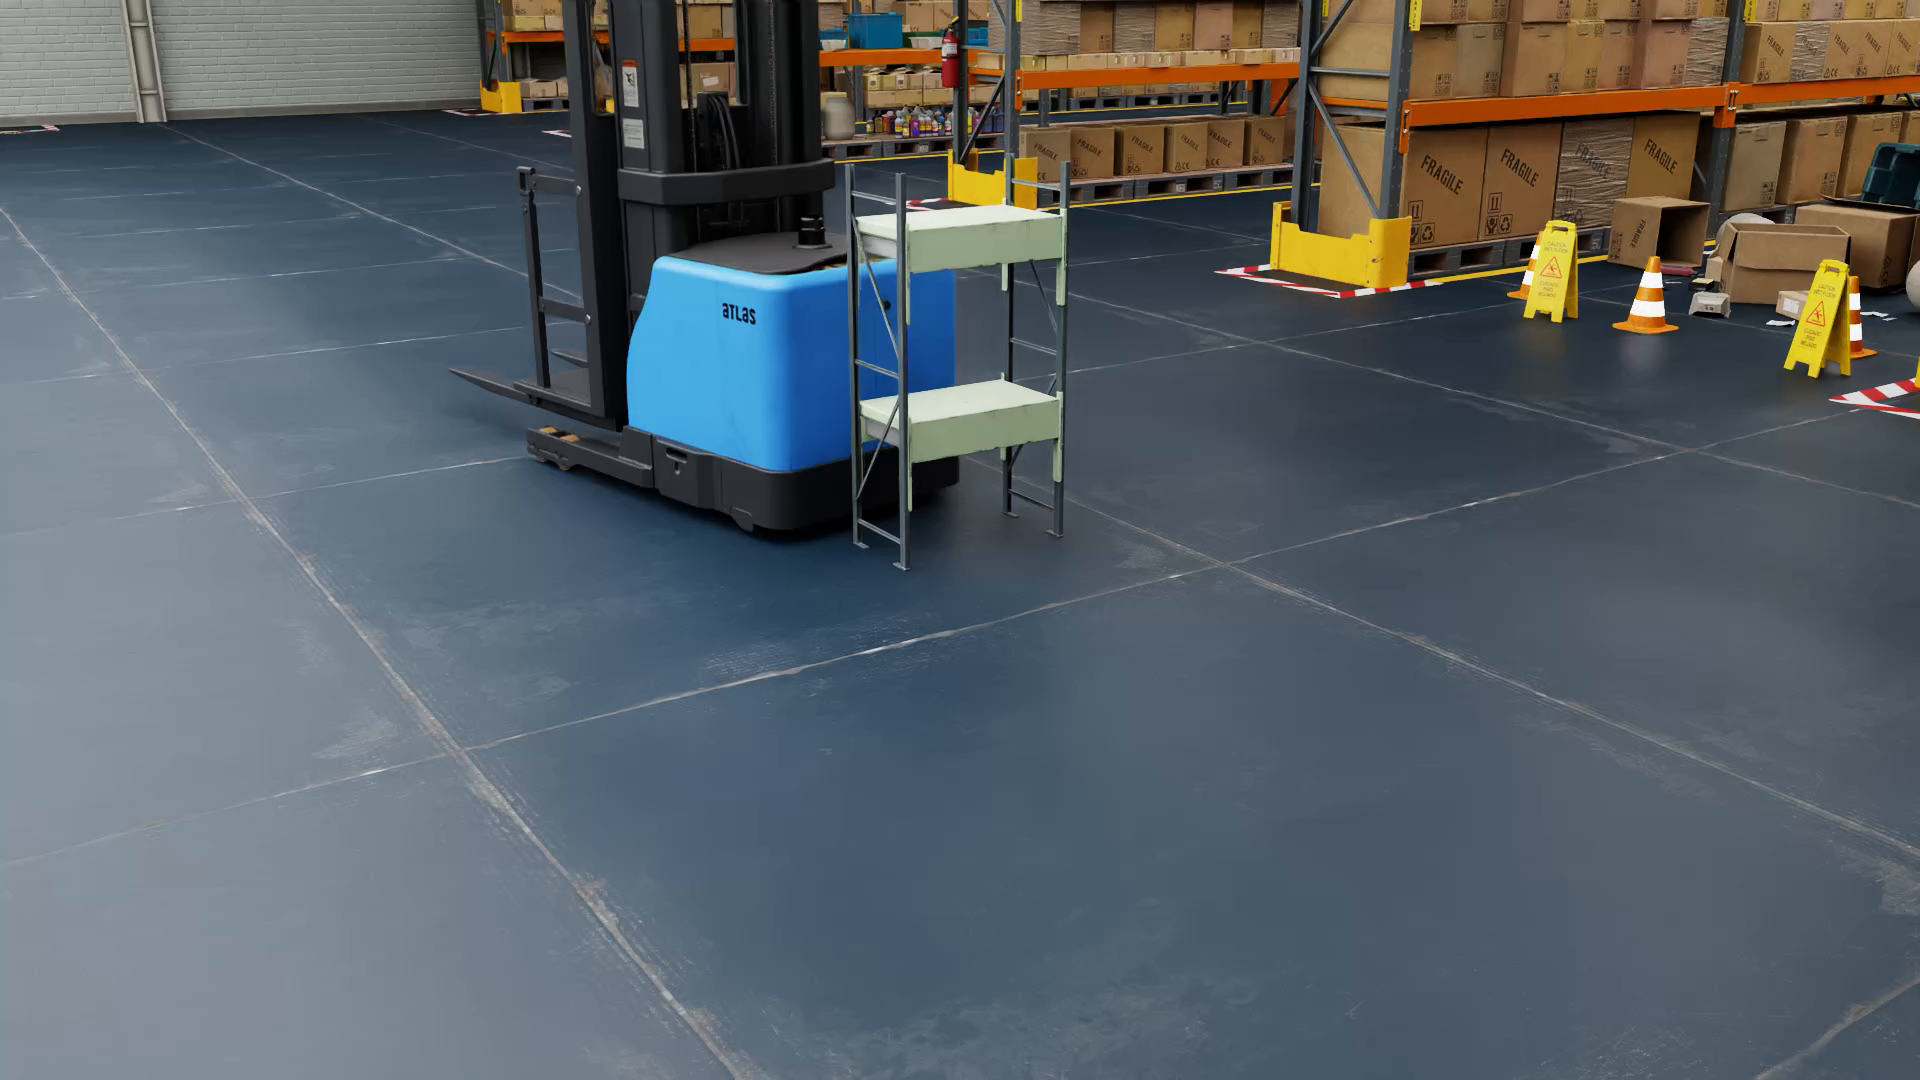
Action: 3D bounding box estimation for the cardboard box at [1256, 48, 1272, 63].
[{"bbox_3d":[3.122,-5.191,17.808,0.250,0.149,0.380,-12,22,-31],"label":"cardboard box"}]

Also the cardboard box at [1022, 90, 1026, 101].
[{"bbox_3d":[0.757,-7.498,27.876,0.500,0.250,0.500,-12,22,-32],"label":"cardboard box"}]

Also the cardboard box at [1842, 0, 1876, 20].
[{"bbox_3d":[7.923,-5.030,15.223,0.500,0.500,0.700,-12,22,-32],"label":"cardboard box"}]

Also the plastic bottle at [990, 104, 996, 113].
[{"bbox_3d":[0.413,-5.622,22.141,0.185,0.351,0.144,-12,22,-31],"label":"plastic bottle"}]

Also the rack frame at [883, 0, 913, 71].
[{"bbox_3d":[-1.237,-10.175,32.159,0.127,3.000,1.000,-12,22,-31],"label":"rack frame"}]

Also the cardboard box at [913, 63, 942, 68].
[{"bbox_3d":[-0.550,-9.450,32.715,0.750,0.750,0.750,-12,22,-32],"label":"cardboard box"}]

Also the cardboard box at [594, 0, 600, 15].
[{"bbox_3d":[-6.501,-9.237,28.416,0.500,0.500,0.500,-13,22,-33],"label":"cardboard box"}]

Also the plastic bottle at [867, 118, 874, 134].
[{"bbox_3d":[-1.177,-5.440,21.834,0.097,0.201,0.097,0,19,0],"label":"plastic bottle"}]

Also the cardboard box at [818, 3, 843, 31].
[{"bbox_3d":[-2.217,-8.114,25.905,0.500,0.500,0.700,-13,22,-33],"label":"cardboard box"}]

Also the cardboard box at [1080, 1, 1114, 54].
[{"bbox_3d":[1.081,-5.189,16.790,0.500,0.500,0.875,-12,22,-31],"label":"cardboard box"}]

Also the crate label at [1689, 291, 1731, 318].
[{"bbox_3d":[5.083,-1.597,11.256,0.250,0.136,0.298,9,21,25],"label":"crate label"}]

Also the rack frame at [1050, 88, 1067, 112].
[{"bbox_3d":[1.491,-8.851,28.242,0.127,3.000,1.000,-12,22,-31],"label":"rack frame"}]

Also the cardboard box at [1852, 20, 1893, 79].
[{"bbox_3d":[8.090,-4.485,15.172,0.500,0.500,0.500,-12,22,-31],"label":"cardboard box"}]

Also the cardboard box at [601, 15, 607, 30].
[{"bbox_3d":[-6.058,-8.977,28.819,0.500,0.250,0.500,-12,22,-31],"label":"cardboard box"}]

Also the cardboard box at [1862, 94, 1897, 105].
[{"bbox_3d":[13.127,-6.668,24.446,0.875,0.875,0.875,-12,22,-31],"label":"cardboard box"}]

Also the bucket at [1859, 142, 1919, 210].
[{"bbox_3d":[7.393,-2.680,12.727,0.620,0.611,0.726,5,17,-16],"label":"bucket"}]

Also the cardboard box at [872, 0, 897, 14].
[{"bbox_3d":[-1.624,-10.346,31.820,0.500,0.500,0.700,-15,24,-38],"label":"cardboard box"}]

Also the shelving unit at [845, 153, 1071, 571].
[{"bbox_3d":[-0.006,-0.709,6.501,0.755,1.500,0.431,-12,22,-31],"label":"shelving unit"}]

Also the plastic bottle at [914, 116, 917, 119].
[{"bbox_3d":[-0.596,-5.507,22.033,0.097,0.201,0.097,0,19,0],"label":"plastic bottle"}]

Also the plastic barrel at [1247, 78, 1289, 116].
[{"bbox_3d":[4.611,-6.787,24.869,0.708,0.830,0.600,-12,22,-31],"label":"plastic barrel"}]

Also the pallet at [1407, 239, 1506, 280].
[{"bbox_3d":[3.523,-2.288,13.182,1.213,0.211,1.003,-12,22,-31],"label":"pallet"}]

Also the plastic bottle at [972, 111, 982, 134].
[{"bbox_3d":[0.218,-5.478,21.820,0.133,0.283,0.061,-10,21,-28],"label":"plastic bottle"}]

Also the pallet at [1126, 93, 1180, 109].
[{"bbox_3d":[3.153,-7.865,29.679,1.213,0.211,1.003,-12,22,-31],"label":"pallet"}]

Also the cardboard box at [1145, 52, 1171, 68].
[{"bbox_3d":[1.930,-4.897,16.939,0.250,0.149,0.380,-12,22,-31],"label":"cardboard box"}]

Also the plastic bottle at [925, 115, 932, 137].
[{"bbox_3d":[-0.414,-5.346,21.448,0.097,0.271,0.097,0,19,0],"label":"plastic bottle"}]

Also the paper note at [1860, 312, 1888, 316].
[{"bbox_3d":[6.192,-1.537,11.262,0.142,0.019,0.148,-4,19,-13],"label":"paper note"}]

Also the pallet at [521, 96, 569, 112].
[{"bbox_3d":[-7.157,-7.592,28.872,1.213,0.211,1.003,-12,22,-31],"label":"pallet"}]

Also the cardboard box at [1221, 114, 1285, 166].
[{"bbox_3d":[3.239,-4.451,18.474,0.500,0.500,0.500,-13,22,-33],"label":"cardboard box"}]

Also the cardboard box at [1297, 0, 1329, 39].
[{"bbox_3d":[4.336,-6.082,18.458,1.000,1.000,1.000,-12,22,-31],"label":"cardboard box"}]

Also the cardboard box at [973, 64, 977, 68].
[{"bbox_3d":[0.458,-7.904,28.204,0.500,0.311,0.500,-13,22,-33],"label":"cardboard box"}]

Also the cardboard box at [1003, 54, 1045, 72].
[{"bbox_3d":[0.624,-4.659,16.234,0.250,0.149,0.380,-12,22,-31],"label":"cardboard box"}]

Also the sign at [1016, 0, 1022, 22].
[{"bbox_3d":[0.553,-5.056,15.666,0.005,0.325,0.100,-12,22,-31],"label":"sign"}]

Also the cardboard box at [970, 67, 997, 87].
[{"bbox_3d":[0.335,-7.673,27.520,0.500,0.311,0.500,-12,22,-32],"label":"cardboard box"}]

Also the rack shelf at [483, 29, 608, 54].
[{"bbox_3d":[-6.248,-8.778,29.148,4.000,0.370,1.077,-12,22,-31],"label":"rack shelf"}]

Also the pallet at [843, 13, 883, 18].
[{"bbox_3d":[-1.773,-9.930,31.734,1.003,0.211,1.213,-12,22,-31],"label":"pallet"}]

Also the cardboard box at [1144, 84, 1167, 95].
[{"bbox_3d":[3.317,-8.153,29.393,0.500,0.500,0.500,-13,23,-33],"label":"cardboard box"}]

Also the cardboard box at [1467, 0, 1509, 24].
[{"bbox_3d":[3.638,-4.206,12.582,0.550,0.550,0.875,-12,22,-31],"label":"cardboard box"}]

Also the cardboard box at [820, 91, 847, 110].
[{"bbox_3d":[-2.117,-6.903,26.116,0.500,0.250,0.500,-12,22,-31],"label":"cardboard box"}]

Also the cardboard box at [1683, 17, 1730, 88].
[{"bbox_3d":[5.937,-4.154,14.115,0.550,0.550,0.875,-12,22,-31],"label":"cardboard box"}]

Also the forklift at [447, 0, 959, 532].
[{"bbox_3d":[-1.393,-1.809,7.519,1.130,2.935,3.031,-17,25,-41],"label":"forklift"}]

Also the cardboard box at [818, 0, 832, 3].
[{"bbox_3d":[-2.167,-8.353,25.599,0.250,0.149,0.380,-12,22,-33],"label":"cardboard box"}]

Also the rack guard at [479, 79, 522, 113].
[{"bbox_3d":[-7.855,-7.595,28.431,0.348,0.500,1.175,-12,22,-31],"label":"rack guard"}]

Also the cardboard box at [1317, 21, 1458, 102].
[{"bbox_3d":[3.183,-3.595,12.462,0.550,0.550,0.875,-12,22,-31],"label":"cardboard box"}]

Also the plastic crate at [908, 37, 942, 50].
[{"bbox_3d":[-0.346,-6.342,21.232,0.437,0.136,0.530,-12,22,-31],"label":"plastic crate"}]

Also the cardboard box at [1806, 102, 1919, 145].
[{"bbox_3d":[9.021,-3.906,16.472,0.750,0.750,1.050,-12,22,-32],"label":"cardboard box"}]

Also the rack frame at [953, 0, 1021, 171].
[{"bbox_3d":[0.255,-4.791,16.234,0.127,3.000,1.000,-12,22,-31],"label":"rack frame"}]

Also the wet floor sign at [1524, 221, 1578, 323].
[{"bbox_3d":[3.963,-1.797,11.052,0.232,0.644,0.267,-17,25,-41],"label":"wet floor sign"}]

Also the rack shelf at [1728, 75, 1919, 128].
[{"bbox_3d":[7.909,-4.163,15.498,4.000,0.370,1.077,-12,22,-31],"label":"rack shelf"}]

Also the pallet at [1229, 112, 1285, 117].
[{"bbox_3d":[4.847,-6.354,25.211,1.213,0.211,1.003,-12,22,-31],"label":"pallet"}]

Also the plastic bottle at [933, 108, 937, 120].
[{"bbox_3d":[-0.350,-5.660,22.358,0.133,0.283,0.061,-11,21,-29],"label":"plastic bottle"}]

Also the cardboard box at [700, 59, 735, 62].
[{"bbox_3d":[-3.661,-7.135,25.633,0.500,0.500,0.500,-12,22,-31],"label":"cardboard box"}]
